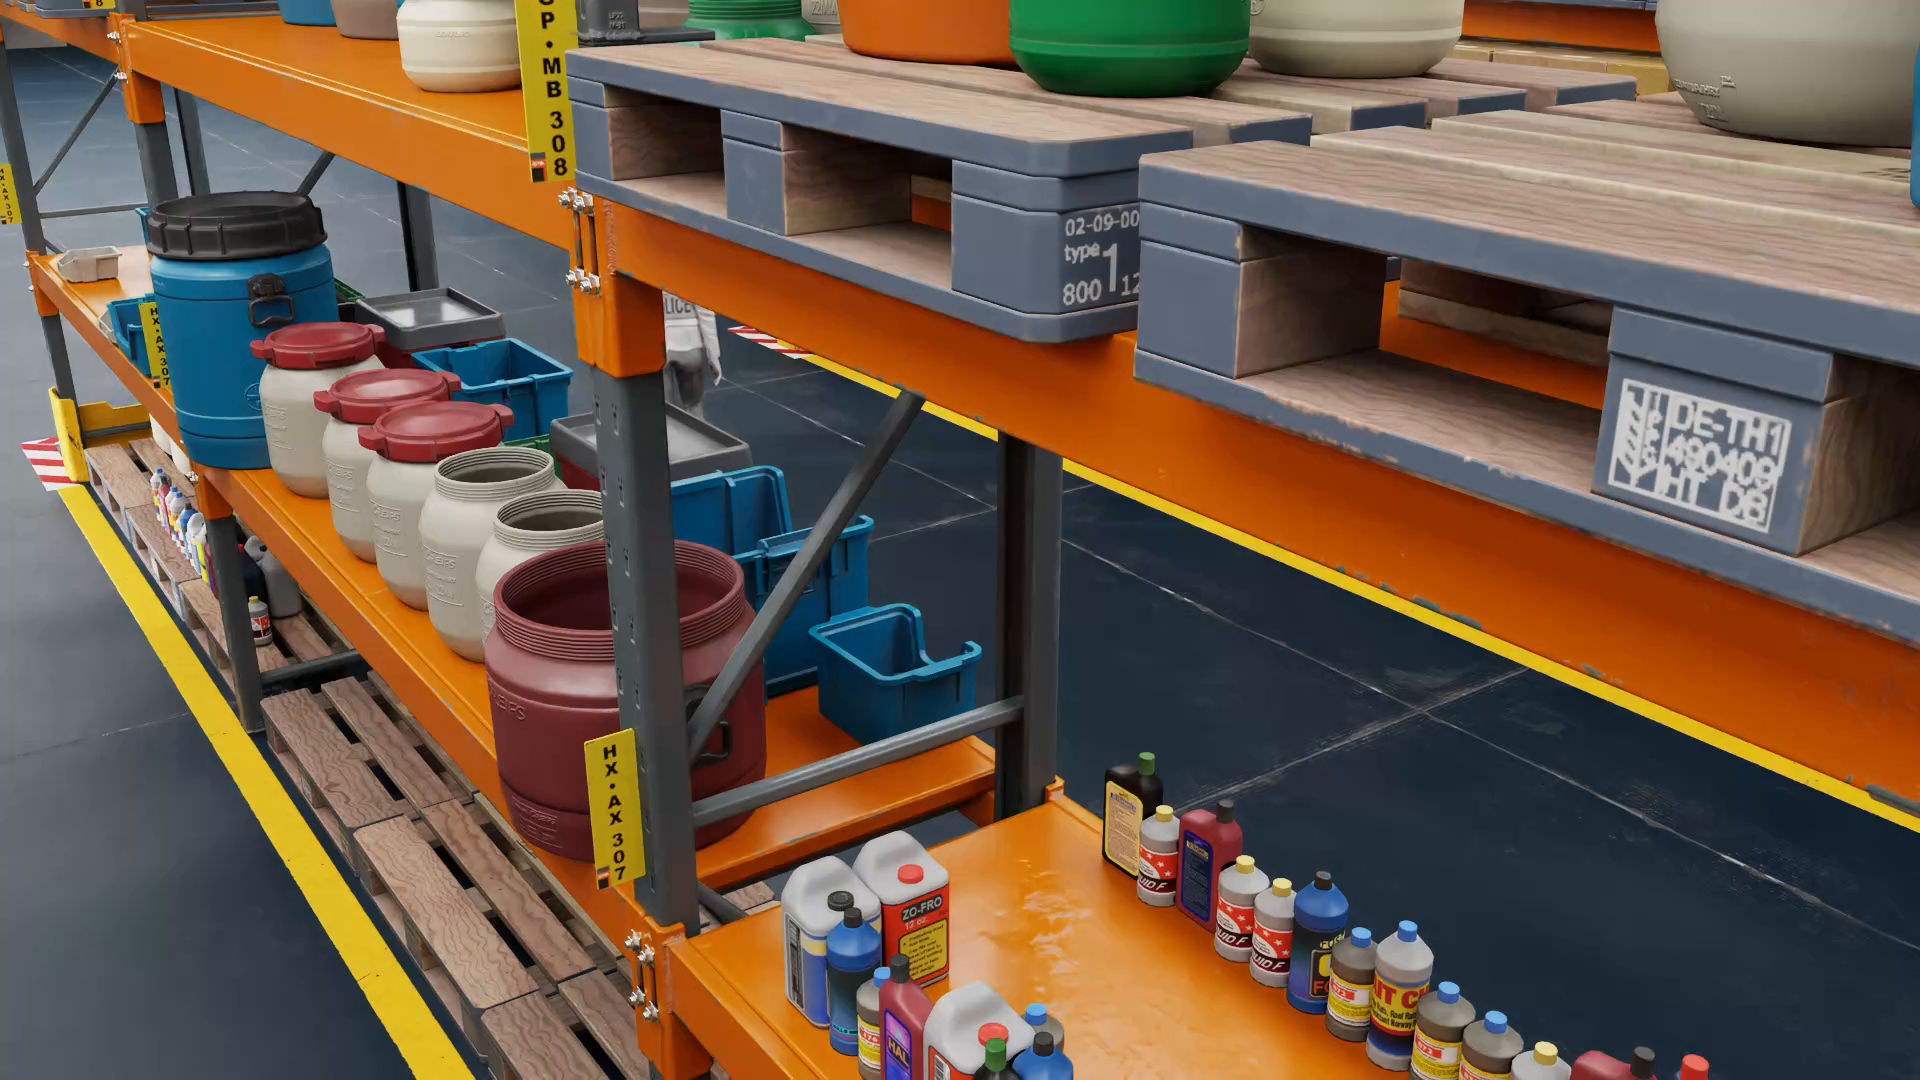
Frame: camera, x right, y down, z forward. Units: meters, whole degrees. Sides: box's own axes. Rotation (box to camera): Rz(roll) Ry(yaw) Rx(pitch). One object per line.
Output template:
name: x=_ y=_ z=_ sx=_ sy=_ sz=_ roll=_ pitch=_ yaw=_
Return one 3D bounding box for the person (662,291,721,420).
person: x=-1.607 y=-1.028 z=9.167 sx=0.524 sy=1.720 sz=0.751 roll=-6 pitch=22 yaw=-15
